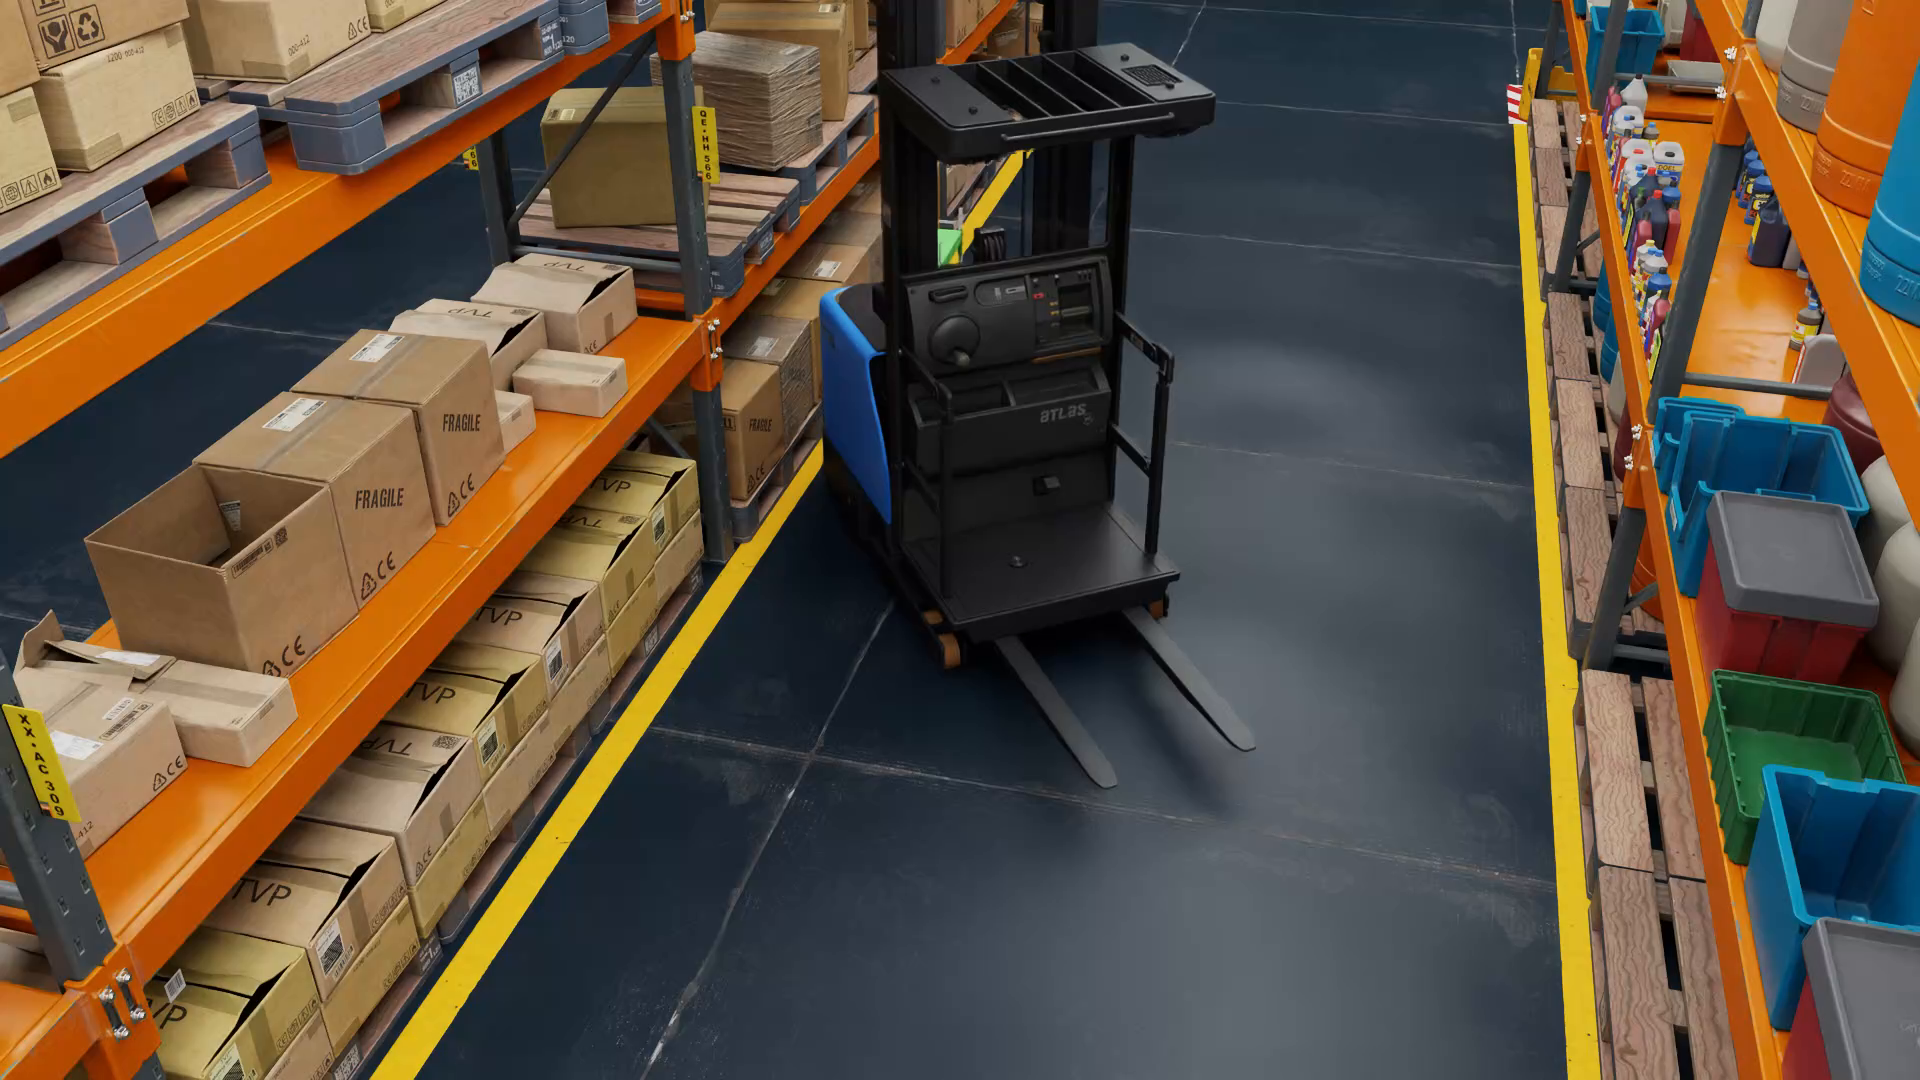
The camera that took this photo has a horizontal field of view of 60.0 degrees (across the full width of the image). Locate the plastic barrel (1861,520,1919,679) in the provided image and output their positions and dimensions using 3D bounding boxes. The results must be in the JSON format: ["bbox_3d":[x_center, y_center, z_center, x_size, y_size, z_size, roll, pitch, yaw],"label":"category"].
[{"bbox_3d":[3.026,0.169,5.085,0.421,0.512,0.421,0,32,0],"label":"plastic barrel"}]

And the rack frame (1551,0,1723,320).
[{"bbox_3d":[4.202,-2.641,9.609,1.000,3.000,0.127,8,33,12],"label":"rack frame"}]

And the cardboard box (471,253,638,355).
[{"bbox_3d":[-1.738,-1.022,7.144,0.500,0.311,0.500,10,34,15],"label":"cardboard box"}]

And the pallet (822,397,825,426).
[{"bbox_3d":[-1.065,-1.079,9.750,1.003,0.211,1.213,8,33,12],"label":"pallet"}]

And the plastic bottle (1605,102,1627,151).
[{"bbox_3d":[3.626,-2.273,9.149,0.097,0.271,0.097,0,32,0],"label":"plastic bottle"}]

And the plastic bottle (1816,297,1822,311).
[{"bbox_3d":[3.724,-0.997,7.142,0.097,0.271,0.097,0,32,0],"label":"plastic bottle"}]

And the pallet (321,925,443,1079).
[{"bbox_3d":[-2.469,1.623,5.501,1.003,0.211,1.213,8,33,12],"label":"pallet"}]

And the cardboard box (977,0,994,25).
[{"bbox_3d":[-0.068,-3.853,11.422,0.500,0.500,0.500,9,33,13],"label":"cardboard box"}]

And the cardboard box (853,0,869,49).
[{"bbox_3d":[-0.924,-3.322,10.195,0.700,0.500,0.500,-3,33,-4],"label":"cardboard box"}]

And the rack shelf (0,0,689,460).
[{"bbox_3d":[-2.111,-1.166,5.164,1.077,0.370,4.000,8,33,12],"label":"rack shelf"}]

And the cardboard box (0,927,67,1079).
[{"bbox_3d":[-2.793,1.331,5.009,0.500,0.311,0.500,8,33,12],"label":"cardboard box"}]

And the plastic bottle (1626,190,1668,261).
[{"bbox_3d":[3.248,-1.483,7.833,0.144,0.351,0.185,8,33,12],"label":"plastic bottle"}]

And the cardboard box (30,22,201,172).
[{"bbox_3d":[-2.316,-1.150,4.215,0.500,0.250,0.500,5,33,8],"label":"cardboard box"}]

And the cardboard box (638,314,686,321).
[{"bbox_3d":[-1.582,-1.236,8.620,0.500,0.250,0.500,9,34,14],"label":"cardboard box"}]

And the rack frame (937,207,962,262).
[{"bbox_3d":[-0.108,-1.259,9.112,0.240,1.200,0.015,7,33,11],"label":"rack frame"}]

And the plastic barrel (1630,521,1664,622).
[{"bbox_3d":[3.295,-0.083,7.216,0.600,0.830,0.708,8,33,12],"label":"plastic barrel"}]

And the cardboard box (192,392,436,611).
[{"bbox_3d":[-2.147,-0.138,5.578,0.500,0.500,0.500,8,33,12],"label":"cardboard box"}]

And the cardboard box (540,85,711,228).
[{"bbox_3d":[-1.552,-1.804,7.807,0.700,0.500,0.500,-3,33,-4],"label":"cardboard box"}]

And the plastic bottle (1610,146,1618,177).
[{"bbox_3d":[3.518,-2.022,8.820,0.097,0.201,0.097,0,32,0],"label":"plastic bottle"}]

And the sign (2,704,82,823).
[{"bbox_3d":[-2.081,0.510,3.772,0.100,0.325,0.005,8,33,12],"label":"sign"}]

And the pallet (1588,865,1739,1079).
[{"bbox_3d":[2.642,1.639,5.475,1.003,0.211,1.213,8,33,12],"label":"pallet"}]

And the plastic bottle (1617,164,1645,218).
[{"bbox_3d":[3.367,-1.742,8.313,0.097,0.271,0.097,0,32,0],"label":"plastic bottle"}]

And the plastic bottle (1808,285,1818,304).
[{"bbox_3d":[3.875,-1.177,7.426,0.097,0.271,0.097,0,32,0],"label":"plastic bottle"}]

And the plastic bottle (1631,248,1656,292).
[{"bbox_3d":[3.131,-1.230,7.574,0.097,0.201,0.097,0,32,0],"label":"plastic bottle"}]

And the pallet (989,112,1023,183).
[{"bbox_3d":[-0.105,-3.132,12.981,1.003,0.211,1.213,8,33,12],"label":"pallet"}]

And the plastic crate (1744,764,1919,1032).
[{"bbox_3d":[2.151,0.902,4.050,0.392,0.384,0.575,8,33,12],"label":"plastic crate"}]

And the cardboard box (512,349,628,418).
[{"bbox_3d":[-1.564,-0.632,6.682,0.380,0.149,0.250,8,33,12],"label":"cardboard box"}]

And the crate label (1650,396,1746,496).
[{"bbox_3d":[2.718,-0.328,6.125,0.303,0.233,0.416,8,33,12],"label":"crate label"}]

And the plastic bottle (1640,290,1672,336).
[{"bbox_3d":[3.007,-0.978,7.177,0.097,0.201,0.097,0,32,0],"label":"plastic bottle"}]

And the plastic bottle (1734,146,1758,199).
[{"bbox_3d":[4.069,-1.895,8.554,0.097,0.271,0.097,0,32,0],"label":"plastic bottle"}]

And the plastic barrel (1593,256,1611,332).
[{"bbox_3d":[4.048,-1.653,9.619,0.600,0.901,0.708,8,33,12],"label":"plastic barrel"}]

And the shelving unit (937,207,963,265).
[{"bbox_3d":[-0.161,-1.131,8.911,0.258,1.200,0.503,7,33,11],"label":"shelving unit"}]

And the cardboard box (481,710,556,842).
[{"bbox_3d":[-1.886,0.843,6.299,0.500,0.250,0.500,9,33,13],"label":"cardboard box"}]

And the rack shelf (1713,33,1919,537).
[{"bbox_3d":[2.680,-0.490,4.100,1.077,0.370,4.000,8,33,12],"label":"rack shelf"}]

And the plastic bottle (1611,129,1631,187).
[{"bbox_3d":[3.471,-1.999,8.707,0.061,0.283,0.133,8,33,12],"label":"plastic bottle"}]

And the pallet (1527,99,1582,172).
[{"bbox_3d":[4.971,-3.118,12.957,1.003,0.211,1.213,8,33,12],"label":"pallet"}]

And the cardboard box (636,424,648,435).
[{"bbox_3d":[-1.593,-0.890,8.774,0.500,0.500,0.500,9,34,14],"label":"cardboard box"}]

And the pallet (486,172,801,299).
[{"bbox_3d":[-1.499,-1.522,8.028,1.213,0.211,1.003,8,33,12],"label":"pallet"}]

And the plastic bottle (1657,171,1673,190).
[{"bbox_3d":[3.548,-1.761,8.409,0.097,0.201,0.097,0,32,0],"label":"plastic bottle"}]

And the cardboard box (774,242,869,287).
[{"bbox_3d":[-0.824,-1.374,9.535,0.500,0.500,0.500,7,33,11],"label":"cardboard box"}]

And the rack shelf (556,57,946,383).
[{"bbox_3d":[-1.095,-1.976,9.233,1.077,0.370,4.000,8,33,12],"label":"rack shelf"}]

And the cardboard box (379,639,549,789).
[{"bbox_3d":[-1.883,0.602,6.156,0.500,0.311,0.500,9,34,14],"label":"cardboard box"}]

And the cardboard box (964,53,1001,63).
[{"bbox_3d":[-0.116,-3.426,12.759,0.797,0.503,0.637,8,33,12],"label":"cardboard box"}]

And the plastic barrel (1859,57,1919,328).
[{"bbox_3d":[2.423,-0.940,3.669,0.600,0.901,0.708,8,33,12],"label":"plastic barrel"}]

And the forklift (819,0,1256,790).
[{"bbox_3d":[0.303,-0.920,6.966,1.130,2.935,3.031,-12,34,-18],"label":"forklift"}]

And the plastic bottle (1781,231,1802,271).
[{"bbox_3d":[3.962,-1.414,7.793,0.152,0.276,0.135,8,33,12],"label":"plastic bottle"}]

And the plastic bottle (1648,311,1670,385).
[{"bbox_3d":[2.877,-0.785,6.797,0.061,0.283,0.133,8,33,12],"label":"plastic bottle"}]

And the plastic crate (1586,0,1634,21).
[{"bbox_3d":[4.354,-3.500,11.150,0.293,0.136,0.466,8,33,12],"label":"plastic crate"}]
